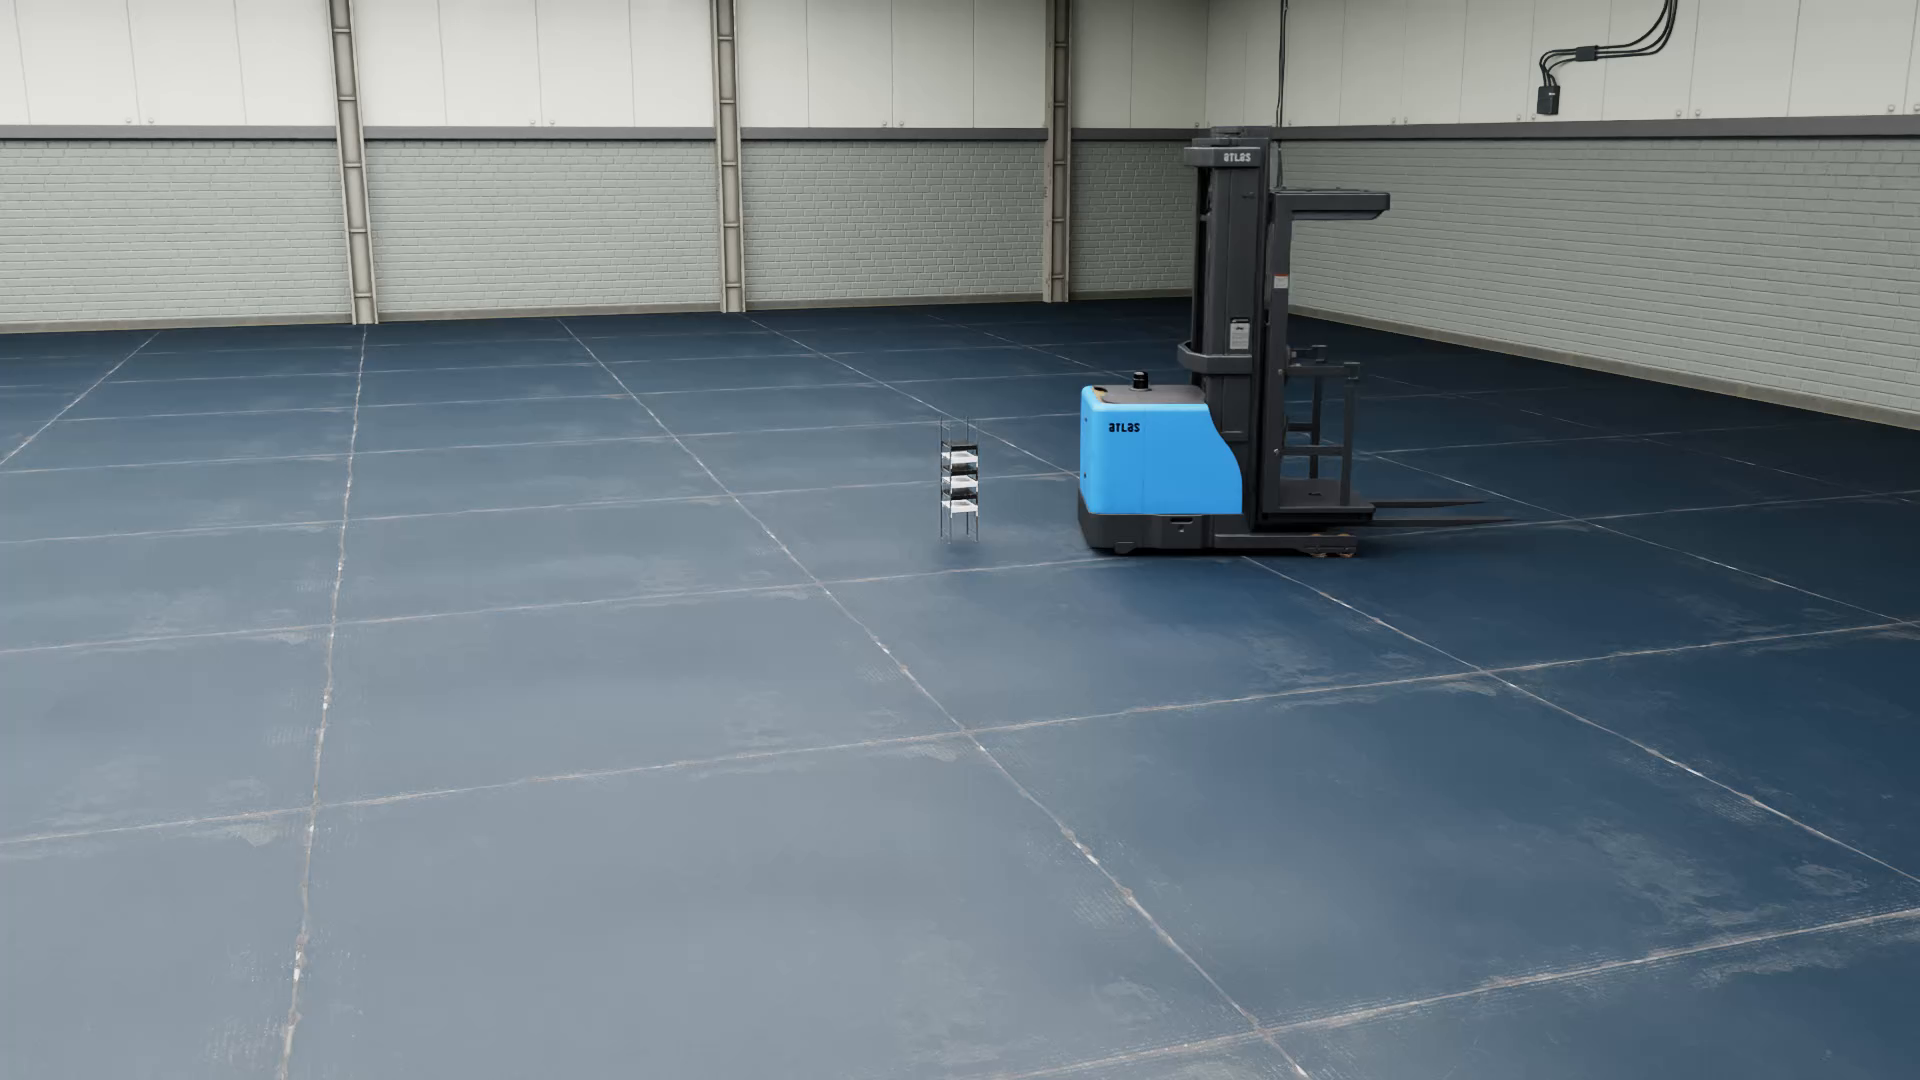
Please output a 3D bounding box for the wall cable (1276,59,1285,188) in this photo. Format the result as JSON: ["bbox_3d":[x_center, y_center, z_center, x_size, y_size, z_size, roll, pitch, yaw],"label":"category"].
[{"bbox_3d":[4.971,-7.192,29.642,0.112,2.526,3.097,-4,14,-18],"label":"wall cable"}]

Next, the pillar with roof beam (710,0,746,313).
[{"bbox_3d":[-2.556,-7.388,23.757,0.400,9.000,9.100,-4,14,-18],"label":"pillar with roof beam"}]

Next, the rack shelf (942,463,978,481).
[{"bbox_3d":[-0.008,-0.492,12.023,0.200,0.077,0.258,-4,14,-18],"label":"rack shelf"}]

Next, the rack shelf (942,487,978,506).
[{"bbox_3d":[-0.008,-0.317,12.065,0.200,0.077,0.258,-4,14,-18],"label":"rack shelf"}]

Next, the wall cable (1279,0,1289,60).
[{"bbox_3d":[5.834,-9.056,26.563,0.112,2.526,3.097,-4,14,-18],"label":"wall cable"}]

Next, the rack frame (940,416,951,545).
[{"bbox_3d":[-0.104,-0.430,12.005,0.006,0.900,0.240,-4,14,-18],"label":"rack frame"}]

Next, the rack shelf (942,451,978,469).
[{"bbox_3d":[-0.008,-0.580,12.002,0.200,0.077,0.258,-4,14,-18],"label":"rack shelf"}]

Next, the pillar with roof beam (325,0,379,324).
[{"bbox_3d":[-8.243,-6.945,21.895,0.400,9.000,9.100,-4,14,-18],"label":"pillar with roof beam"}]

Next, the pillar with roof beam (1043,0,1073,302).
[{"bbox_3d":[3.131,-7.831,25.619,0.400,9.000,9.100,-4,14,-18],"label":"pillar with roof beam"}]

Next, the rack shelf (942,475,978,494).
[{"bbox_3d":[-0.008,-0.405,12.044,0.200,0.077,0.258,-4,14,-18],"label":"rack shelf"}]

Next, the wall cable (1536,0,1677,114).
[{"bbox_3d":[7.984,-8.274,20.131,0.169,6.003,2.305,-4,14,-18],"label":"wall cable"}]

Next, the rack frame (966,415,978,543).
[{"bbox_3d":[0.089,-0.445,12.068,0.006,0.900,0.240,-4,14,-18],"label":"rack frame"}]

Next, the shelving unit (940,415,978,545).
[{"bbox_3d":[-0.008,-0.437,12.036,0.210,0.900,0.258,-4,14,-18],"label":"shelving unit"}]

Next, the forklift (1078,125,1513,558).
[{"bbox_3d":[2.406,-1.426,11.805,3.031,2.935,1.130,0,13,-1],"label":"forklift"}]

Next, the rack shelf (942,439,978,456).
[{"bbox_3d":[-0.008,-0.667,11.981,0.200,0.077,0.258,-4,14,-18],"label":"rack shelf"}]

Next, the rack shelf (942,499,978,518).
[{"bbox_3d":[-0.008,-0.230,12.086,0.200,0.077,0.258,-4,14,-18],"label":"rack shelf"}]
